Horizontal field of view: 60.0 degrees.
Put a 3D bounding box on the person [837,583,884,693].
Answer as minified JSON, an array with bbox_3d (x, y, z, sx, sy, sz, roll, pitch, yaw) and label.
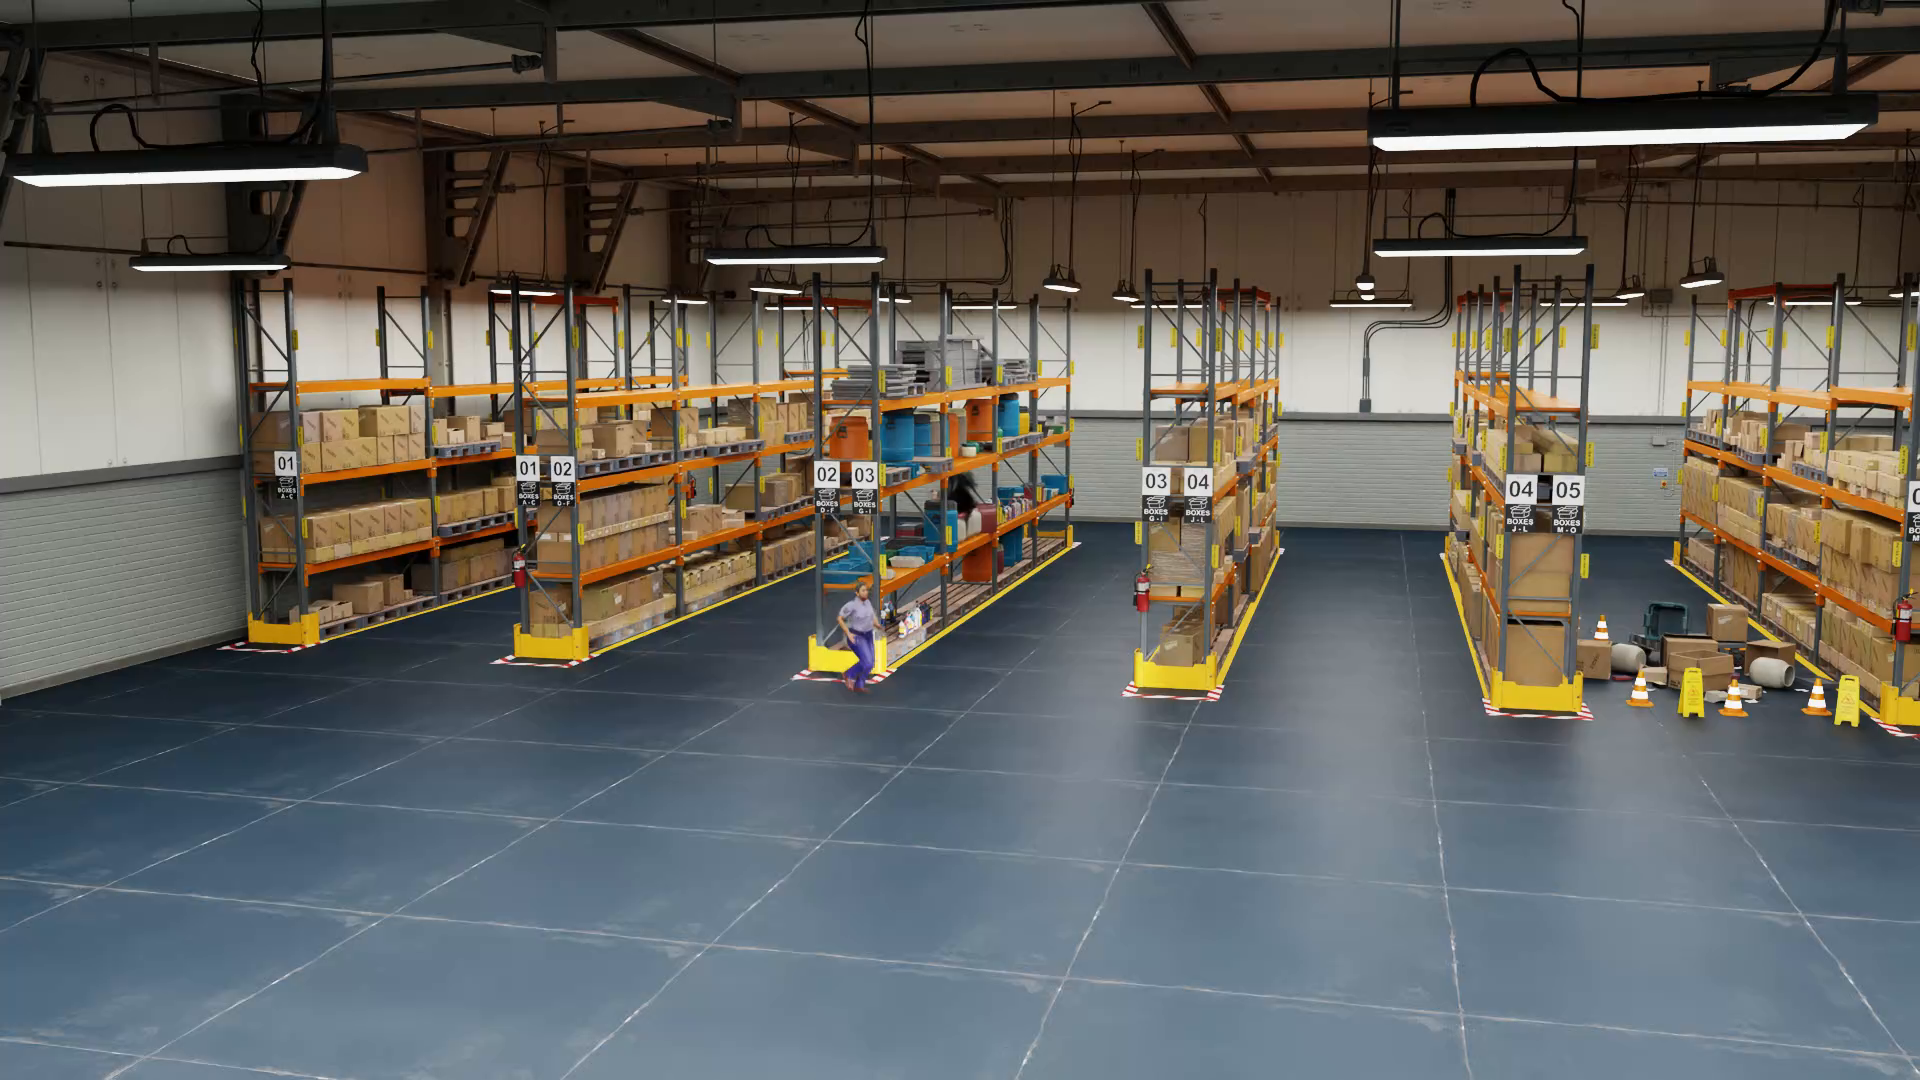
[{"bbox_3d":[-1.374,1.421,23.542,0.565,1.603,0.648,5,8,35],"label":"person"}]

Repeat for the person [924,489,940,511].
[{"bbox_3d":[-0.549,-0.318,37.472,0.595,1.660,0.584,2,7,13],"label":"person"}]
